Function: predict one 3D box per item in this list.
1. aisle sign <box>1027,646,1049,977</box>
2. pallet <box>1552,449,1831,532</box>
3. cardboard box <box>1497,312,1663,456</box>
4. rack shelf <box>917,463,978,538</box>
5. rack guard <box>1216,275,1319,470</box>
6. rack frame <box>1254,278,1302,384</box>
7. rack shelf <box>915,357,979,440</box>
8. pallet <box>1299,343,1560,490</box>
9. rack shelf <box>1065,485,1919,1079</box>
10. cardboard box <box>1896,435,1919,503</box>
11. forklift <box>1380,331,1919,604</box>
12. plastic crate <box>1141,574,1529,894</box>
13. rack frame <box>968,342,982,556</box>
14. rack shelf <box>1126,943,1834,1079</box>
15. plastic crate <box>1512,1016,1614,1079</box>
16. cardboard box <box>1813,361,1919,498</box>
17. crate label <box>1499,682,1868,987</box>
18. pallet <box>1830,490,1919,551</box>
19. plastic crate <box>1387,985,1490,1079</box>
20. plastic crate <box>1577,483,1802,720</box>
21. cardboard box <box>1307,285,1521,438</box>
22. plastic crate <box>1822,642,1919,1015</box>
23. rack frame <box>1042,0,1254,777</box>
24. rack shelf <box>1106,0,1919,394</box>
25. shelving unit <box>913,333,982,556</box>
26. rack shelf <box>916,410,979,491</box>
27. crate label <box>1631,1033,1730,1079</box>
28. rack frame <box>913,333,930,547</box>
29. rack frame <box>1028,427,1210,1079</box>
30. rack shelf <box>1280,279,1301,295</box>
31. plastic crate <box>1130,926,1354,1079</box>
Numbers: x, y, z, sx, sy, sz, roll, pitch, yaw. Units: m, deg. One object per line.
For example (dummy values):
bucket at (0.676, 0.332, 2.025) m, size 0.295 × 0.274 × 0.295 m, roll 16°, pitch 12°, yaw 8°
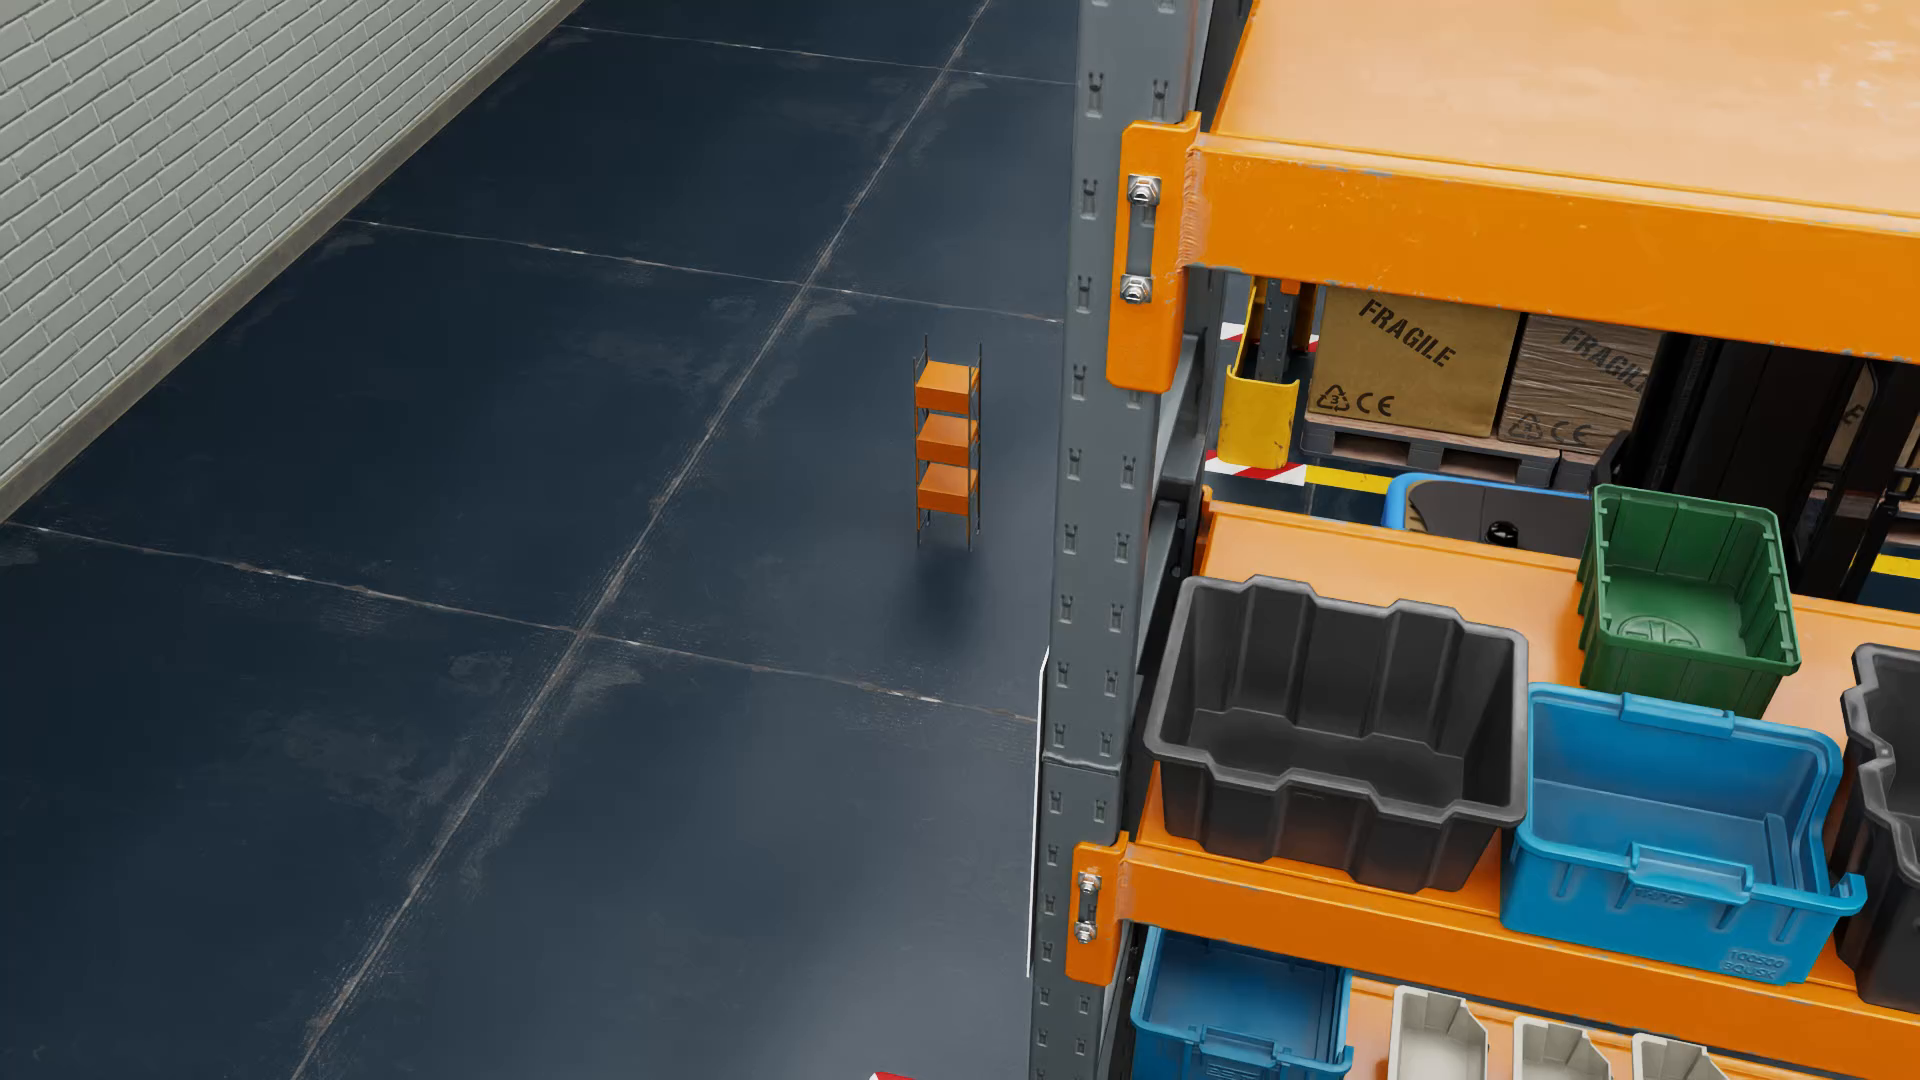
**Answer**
aisle sign at (0.176, 0.383, 2.964) m, size 0.004 × 0.787 × 0.394 m, roll 10°, pitch 41°, yaw 11°
pallet at (3.570, -0.514, 8.223) m, size 1.213 × 0.211 × 1.003 m, roll 10°, pitch 41°, yaw 11°
cardboard box at (3.121, -1.010, 7.970) m, size 0.875 × 0.875 × 0.875 m, roll 10°, pitch 41°, yaw 11°
rack shelf at (-0.052, -0.190, 7.633) m, size 0.240 × 0.259 × 0.215 m, roll 10°, pitch 41°, yaw 11°
rack guard at (1.580, -0.918, 8.478) m, size 0.348 × 0.500 × 1.175 m, roll 10°, pitch 41°, yaw 11°
rack frame at (1.603, -1.871, 7.670) m, size 0.127 × 3.000 × 1.000 m, roll 10°, pitch 41°, yaw 11°
rack shelf at (-0.052, -0.620, 7.272) m, size 0.240 × 0.259 × 0.215 m, roll 10°, pitch 41°, yaw 11°
pallet at (2.395, -0.719, 8.466) m, size 1.213 × 0.211 × 1.003 m, roll 10°, pitch 41°, yaw 11°
rack shelf at (2.255, 0.666, 2.877) m, size 4.000 × 0.370 × 1.077 m, roll 10°, pitch 41°, yaw 11°
cardboard box at (4.850, -0.712, 7.616) m, size 0.875 × 0.875 × 0.875 m, roll 10°, pitch 41°, yaw 11°
forklift at (3.023, -0.061, 5.568) m, size 3.031 × 2.935 × 1.130 m, roll 8°, pitch 41°, yaw 10°
plastic crate at (0.622, 0.345, 2.801) m, size 0.590 × 0.269 × 0.497 m, roll 10°, pitch 41°, yaw 11°
rack frame at (0.066, -0.391, 7.423) m, size 0.008 × 1.050 × 0.200 m, roll 10°, pitch 41°, yaw 11°
rack shelf at (2.255, 1.814, 3.841) m, size 4.000 × 0.370 × 1.077 m, roll 10°, pitch 41°, yaw 11°
plastic crate at (1.433, 1.365, 3.976) m, size 0.243 × 0.136 × 0.396 m, roll 10°, pitch 41°, yaw 11°
cardboard box at (3.981, -0.862, 7.794) m, size 0.875 × 0.875 × 0.875 m, roll 10°, pitch 41°, yaw 11°
crate label at (1.130, 0.469, 2.667) m, size 0.502 × 0.251 × 0.408 m, roll 10°, pitch 41°, yaw 11°
pallet at (4.753, -0.313, 7.983) m, size 1.213 × 0.211 × 1.003 m, roll 10°, pitch 41°, yaw 11°
plastic crate at (1.157, 1.307, 4.044) m, size 0.243 × 0.136 × 0.396 m, roll 10°, pitch 41°, yaw 11°
plastic crate at (1.349, 0.125, 3.125) m, size 0.336 × 0.188 × 0.450 m, roll 10°, pitch 41°, yaw 11°
cardboard box at (2.242, -1.161, 8.150) m, size 0.875 × 0.875 × 0.875 m, roll 10°, pitch 41°, yaw 11°
plastic crate at (1.727, 0.506, 2.555) m, size 0.767 × 0.338 × 0.504 m, roll 10°, pitch 41°, yaw 11°
rack frame at (0.323, -1.091, 2.076) m, size 0.127 × 3.000 × 1.000 m, roll 10°, pitch 41°, yaw 11°
rack shelf at (2.255, -0.330, 2.041) m, size 4.000 × 0.370 × 1.077 m, roll 10°, pitch 41°, yaw 11°
shelving unit at (-0.052, -0.411, 7.448) m, size 0.252 × 1.050 × 0.215 m, roll 10°, pitch 41°, yaw 11°
rack shelf at (-0.052, -0.403, 7.454) m, size 0.240 × 0.259 × 0.215 m, roll 10°, pitch 41°, yaw 11°
crate label at (1.709, 1.396, 3.939) m, size 0.243 × 0.136 × 0.396 m, roll 10°, pitch 41°, yaw 11°
rack frame at (-0.170, -0.431, 7.472) m, size 0.008 × 1.050 × 0.200 m, roll 10°, pitch 41°, yaw 11°
rack frame at (0.323, 1.206, 4.006) m, size 0.127 × 3.000 × 1.000 m, roll 10°, pitch 41°, yaw 11°
rack shelf at (3.535, -1.263, 7.505) m, size 4.000 × 0.370 × 1.077 m, roll 10°, pitch 41°, yaw 11°
plastic crate at (0.694, 1.109, 4.047) m, size 0.499 × 0.435 × 0.616 m, roll 10°, pitch 41°, yaw 11°
